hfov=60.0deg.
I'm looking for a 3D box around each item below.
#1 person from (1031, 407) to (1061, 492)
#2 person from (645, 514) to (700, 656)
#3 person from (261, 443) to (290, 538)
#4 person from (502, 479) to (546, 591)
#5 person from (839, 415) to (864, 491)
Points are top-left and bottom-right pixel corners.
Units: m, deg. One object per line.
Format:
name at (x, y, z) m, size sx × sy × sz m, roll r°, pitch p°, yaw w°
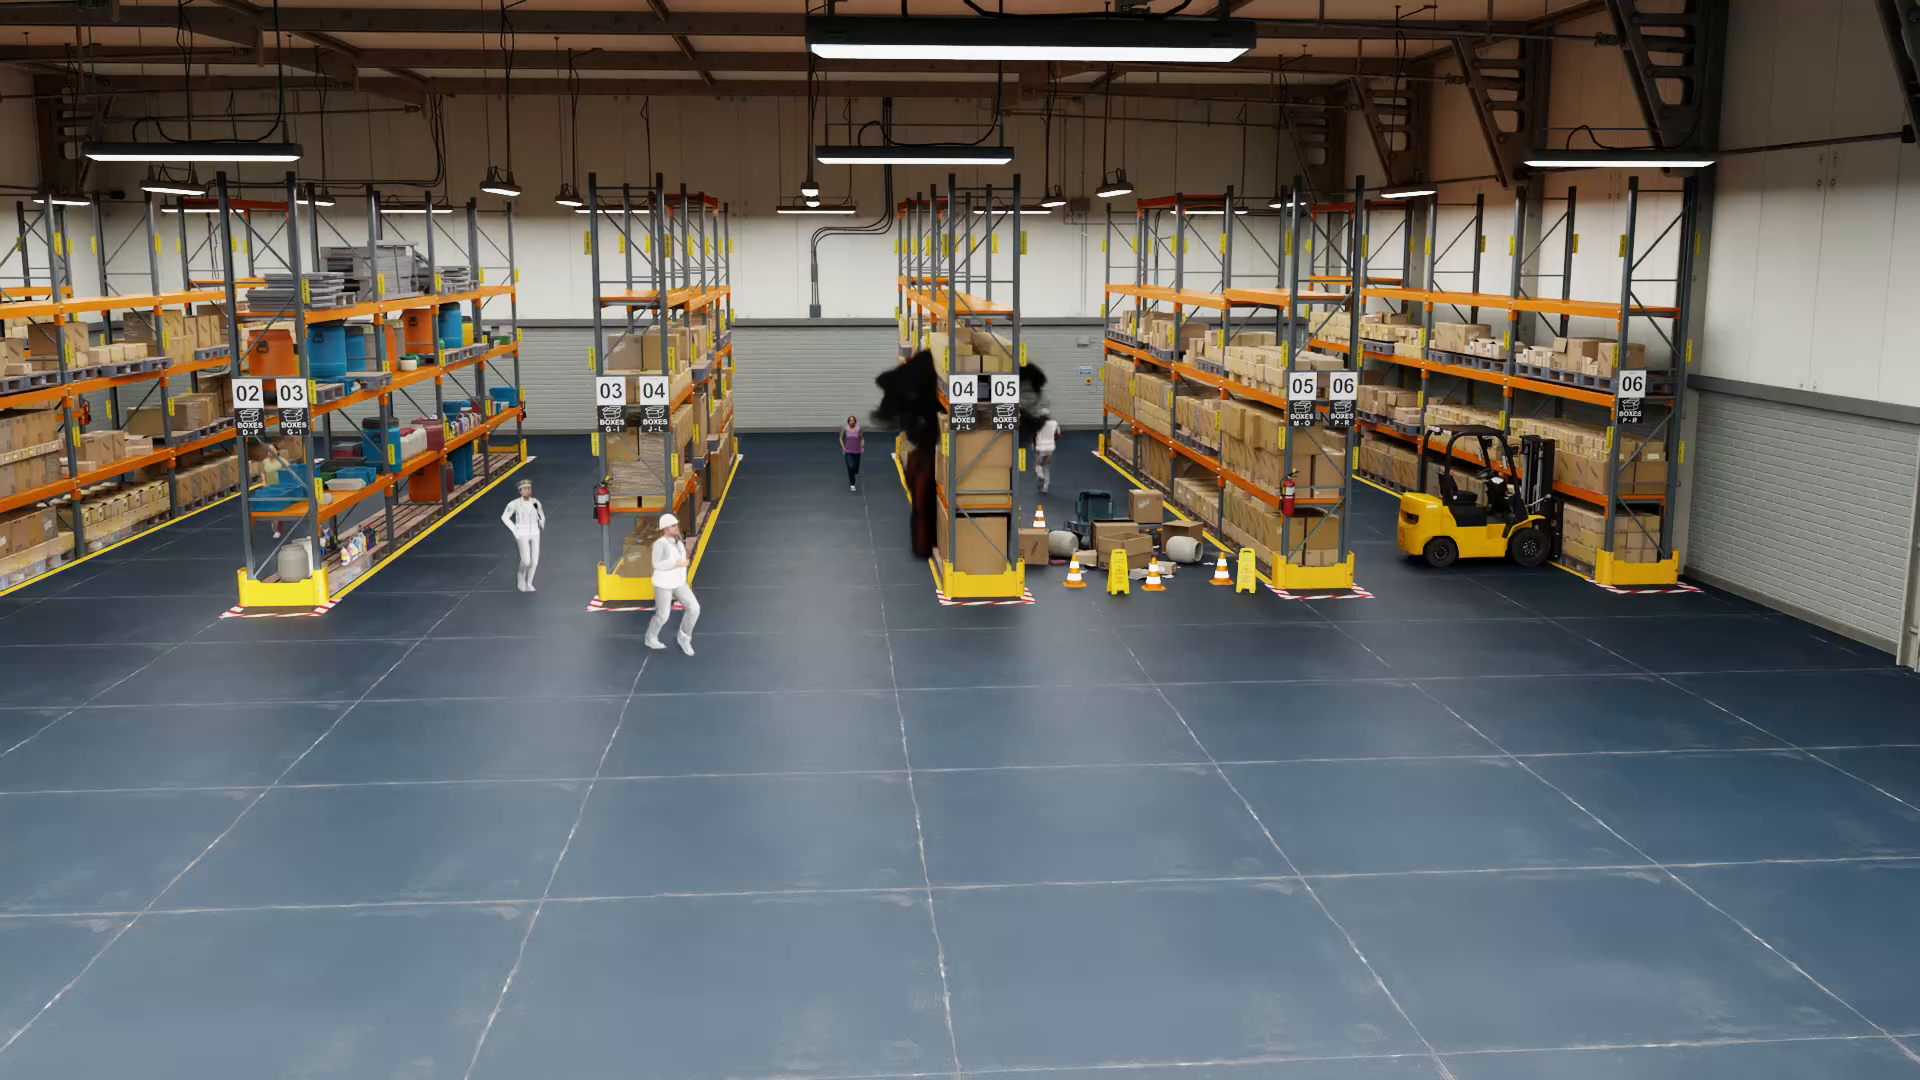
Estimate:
person at (1.751, -1.870, 34.304) m, size 0.666 × 1.745 × 0.632 m, roll -4°, pitch 11°, yaw -19°
person at (-3.601, 0.566, 20.490) m, size 0.785 × 1.804 × 0.638 m, roll 6°, pitch 12°, yaw 31°
person at (-11.901, -0.873, 28.994) m, size 0.574 × 1.639 × 0.583 m, roll -1°, pitch 10°, yaw -5°
person at (-6.272, -0.053, 24.170) m, size 0.604 × 1.658 × 0.555 m, roll -7°, pitch 12°, yaw -34°
person at (-2.256, -1.837, 34.661) m, size 0.525 × 1.549 × 0.681 m, roll -1°, pitch 10°, yaw -6°
